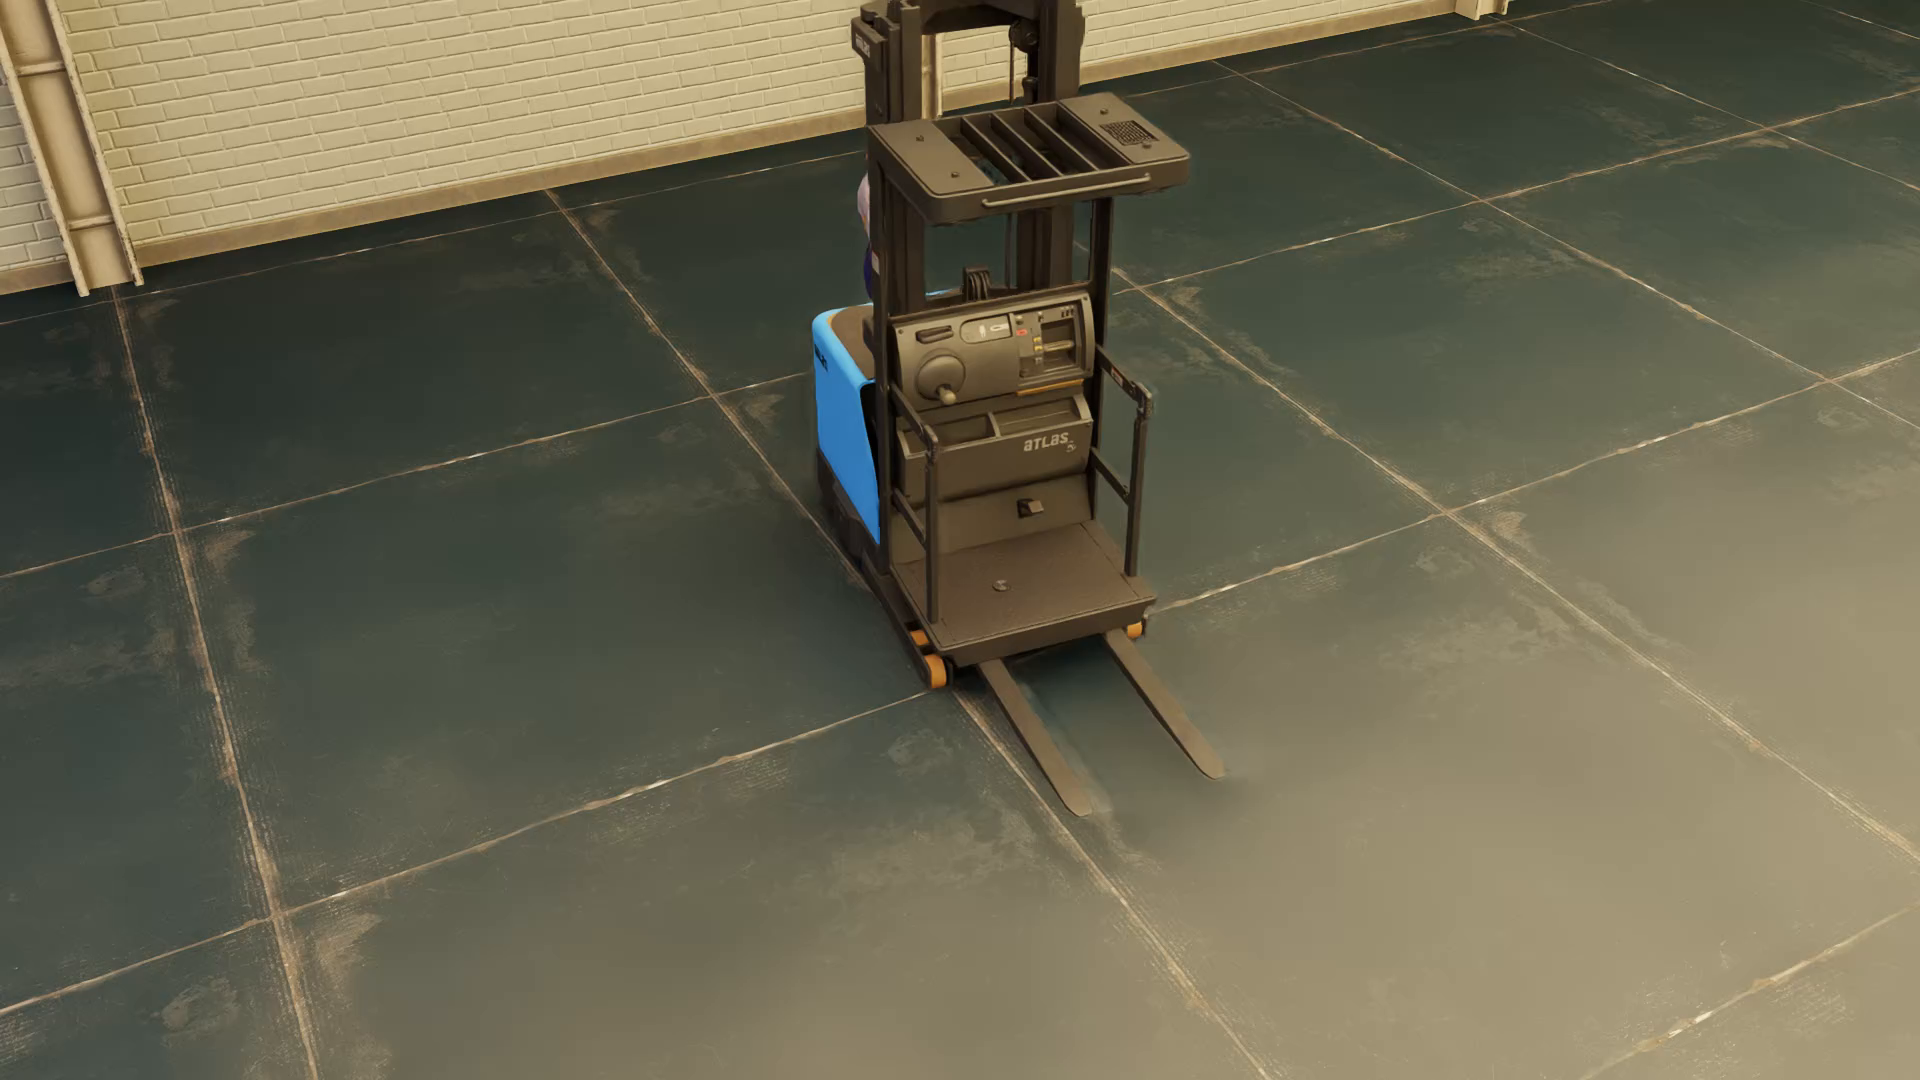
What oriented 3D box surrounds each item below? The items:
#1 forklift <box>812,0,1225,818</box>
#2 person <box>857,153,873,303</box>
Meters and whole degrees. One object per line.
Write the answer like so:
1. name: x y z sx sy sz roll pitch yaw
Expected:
1. forklift: 0.241 -0.783 7.231 1.130 2.935 3.031 -13 37 -17
2. person: -0.449 -1.511 9.463 0.484 1.563 0.819 -4 35 -6
